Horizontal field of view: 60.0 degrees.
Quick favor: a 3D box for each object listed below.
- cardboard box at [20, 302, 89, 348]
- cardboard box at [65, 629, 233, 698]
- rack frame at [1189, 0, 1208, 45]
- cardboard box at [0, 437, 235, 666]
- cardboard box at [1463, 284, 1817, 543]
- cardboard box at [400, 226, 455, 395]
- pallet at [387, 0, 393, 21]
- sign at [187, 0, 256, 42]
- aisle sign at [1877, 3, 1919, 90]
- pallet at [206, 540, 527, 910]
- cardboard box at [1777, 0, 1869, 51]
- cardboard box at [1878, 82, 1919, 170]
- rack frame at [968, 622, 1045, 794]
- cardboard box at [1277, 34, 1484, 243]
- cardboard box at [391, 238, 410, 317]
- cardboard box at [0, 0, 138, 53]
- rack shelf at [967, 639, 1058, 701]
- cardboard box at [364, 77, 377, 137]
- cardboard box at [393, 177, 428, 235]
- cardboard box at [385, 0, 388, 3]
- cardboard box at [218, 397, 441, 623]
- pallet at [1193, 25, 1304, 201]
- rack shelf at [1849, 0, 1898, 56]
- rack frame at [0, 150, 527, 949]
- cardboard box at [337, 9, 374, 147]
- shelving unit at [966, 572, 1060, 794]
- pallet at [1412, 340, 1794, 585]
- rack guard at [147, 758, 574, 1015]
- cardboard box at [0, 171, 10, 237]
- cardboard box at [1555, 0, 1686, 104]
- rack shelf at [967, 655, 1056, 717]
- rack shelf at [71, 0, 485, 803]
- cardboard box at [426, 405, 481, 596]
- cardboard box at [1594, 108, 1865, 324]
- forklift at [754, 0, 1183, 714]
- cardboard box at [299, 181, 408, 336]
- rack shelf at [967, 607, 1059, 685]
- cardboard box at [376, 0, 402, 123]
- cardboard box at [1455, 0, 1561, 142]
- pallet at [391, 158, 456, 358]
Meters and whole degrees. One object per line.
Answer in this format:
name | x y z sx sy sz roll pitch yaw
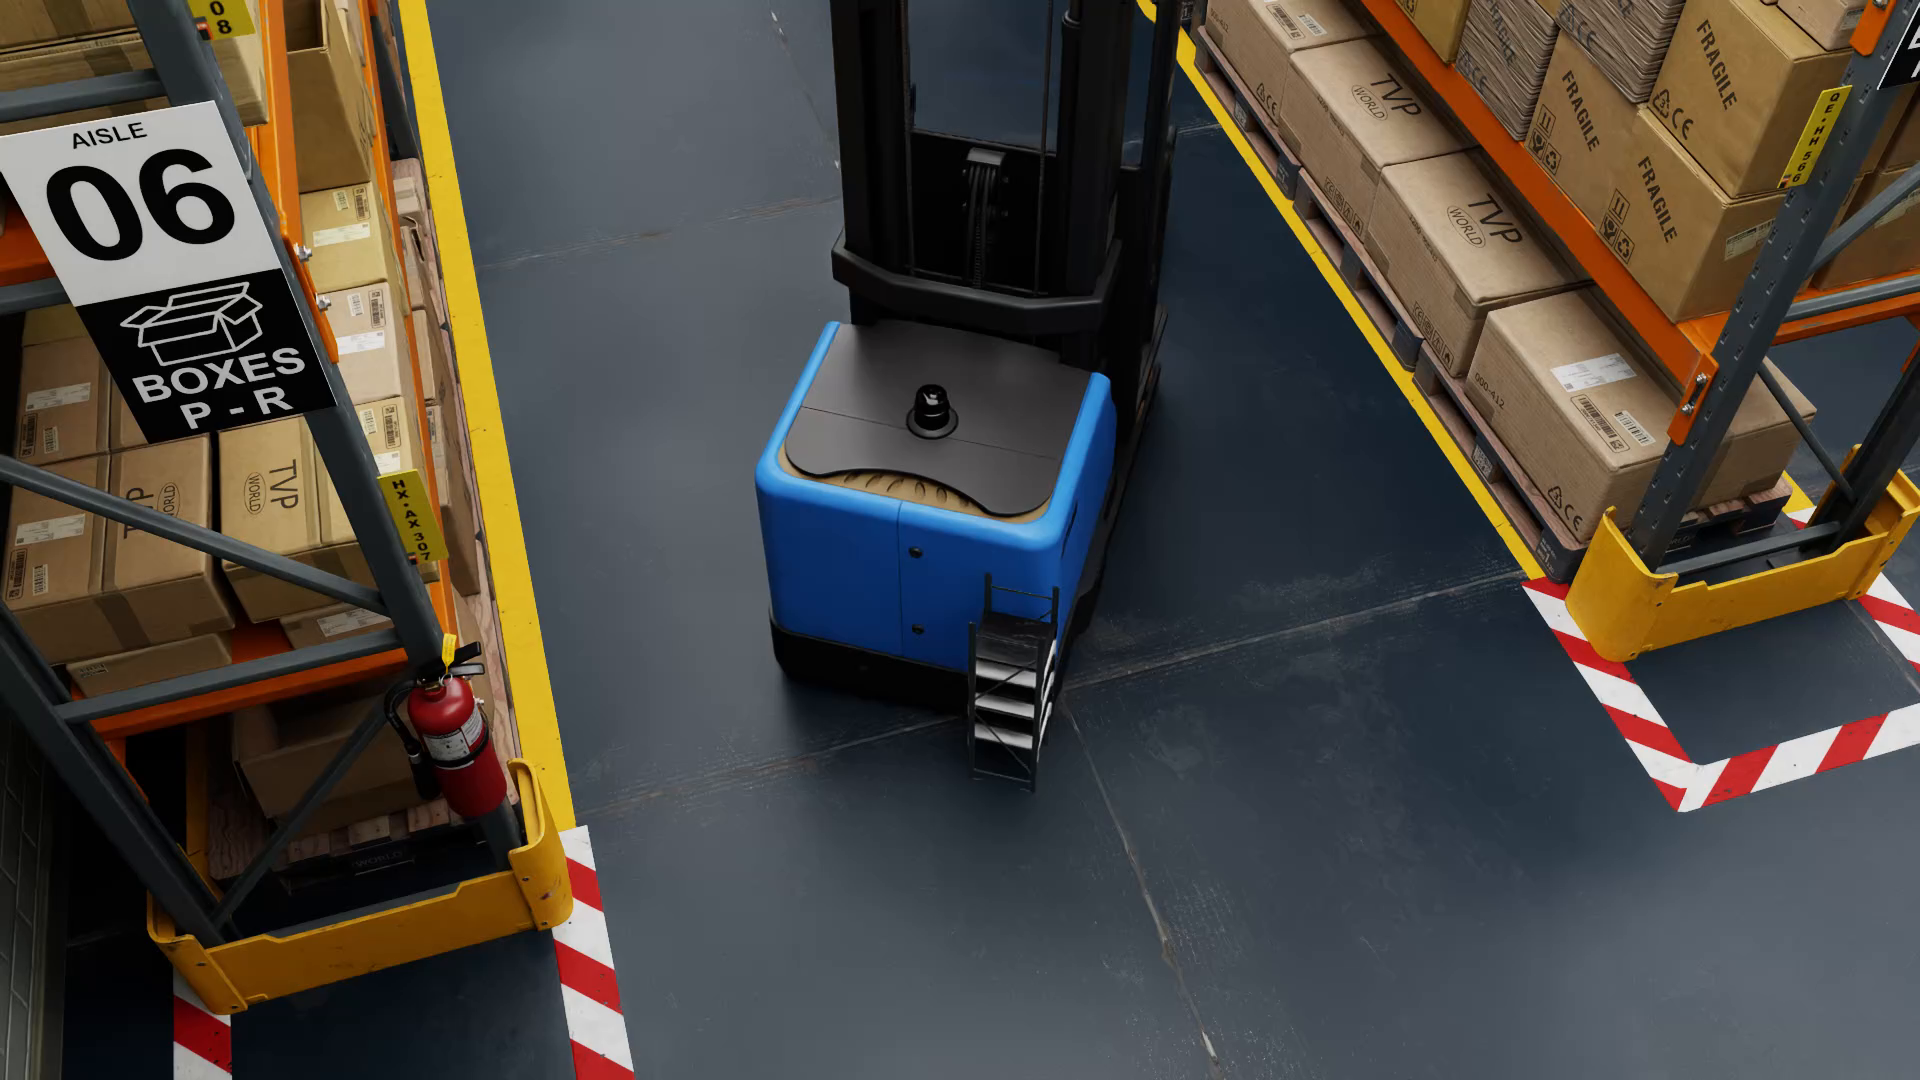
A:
cardboard box | -2.535 -0.713 5.082 0.500 0.250 0.500 -12 51 -10
cardboard box | -2.206 0.250 4.531 0.380 0.149 0.250 -14 51 -11
rack frame | 1.706 -3.696 7.694 1.000 3.000 0.127 -13 51 -11
cardboard box | -2.242 0.027 4.459 0.500 0.250 0.500 -12 51 -10
cardboard box | 2.598 -0.543 6.437 0.875 0.438 0.875 -15 51 -12
cardboard box | -2.465 -0.839 6.645 0.700 0.500 0.500 -15 52 -12
pallet | -3.676 -3.150 9.058 1.003 0.211 1.213 -13 51 -11
sign | -1.334 -1.021 2.905 0.100 0.325 0.005 -13 51 -11
aisle sign | 2.614 -1.490 4.133 0.394 0.787 0.004 -13 51 -11
pallet | -2.111 0.612 5.886 1.003 0.211 1.213 -13 51 -11
cardboard box | 2.591 -1.555 4.745 0.380 0.149 0.250 -13 51 -10
cardboard box | 3.019 -1.544 5.160 0.500 0.500 0.500 -14 51 -12
rack frame | 0.145 0.568 5.472 0.240 0.900 0.006 11 51 9
cardboard box | 2.054 -1.869 7.555 0.875 0.438 0.875 -15 51 -12
cardboard box | -2.021 -0.823 5.436 0.380 0.149 0.250 -15 51 -12
cardboard box | -1.743 -1.206 3.209 0.500 0.250 0.500 -14 51 -11
rack shelf | 0.171 0.399 5.423 0.258 0.077 0.200 11 51 9
cardboard box | -2.348 -1.567 6.063 0.380 0.149 0.250 -14 51 -12
cardboard box | -2.590 -1.447 7.388 0.380 0.149 0.250 -15 51 -12
cardboard box | -3.273 -3.057 8.515 0.500 0.500 0.500 -15 51 -12
cardboard box | -1.729 -0.089 4.557 0.500 0.250 0.500 -13 51 -11
pallet | 1.856 -2.224 8.277 1.003 0.211 1.213 -13 51 -11
rack shelf | 2.297 -2.970 5.590 1.077 0.370 4.000 -13 51 -11
rack frame | -1.852 0.350 4.282 1.000 3.000 0.127 -13 51 -11
cardboard box | -2.354 -1.572 5.807 0.500 0.250 0.500 -14 51 -11
shelving unit | 0.171 0.493 5.535 0.258 0.900 0.210 11 51 9
pallet | 2.577 -0.442 6.774 1.003 0.211 1.213 -13 51 -11
rack guard | -1.874 1.101 5.285 1.175 0.500 0.348 -13 51 -11
cardboard box | -2.168 -0.717 3.384 0.380 0.149 0.250 -12 51 -10
cardboard box | 2.336 -1.802 5.378 0.500 0.500 0.500 -13 51 -11
rack shelf | 0.171 0.457 5.492 0.258 0.077 0.200 11 51 9
rack shelf | -2.443 -0.878 5.789 1.077 0.370 4.000 -13 51 -11
cardboard box | -2.158 -0.080 6.006 0.700 0.500 0.500 -11 51 -9
cardboard box | 2.493 -1.099 5.439 0.500 0.500 0.500 -13 51 -11
forklift | 0.214 -1.441 5.838 1.130 2.935 3.031 12 51 10
cardboard box | -2.031 -0.827 5.178 0.500 0.250 0.500 -14 51 -12
rack shelf | 0.171 0.341 5.354 0.258 0.077 0.200 11 51 9
cardboard box | -2.963 -2.305 7.881 0.500 0.500 0.500 -11 51 -9
cardboard box | 2.198 -1.843 6.066 0.500 0.500 0.500 -12 51 -10
pallet | -2.833 -1.170 7.388 1.003 0.211 1.213 -13 51 -11
